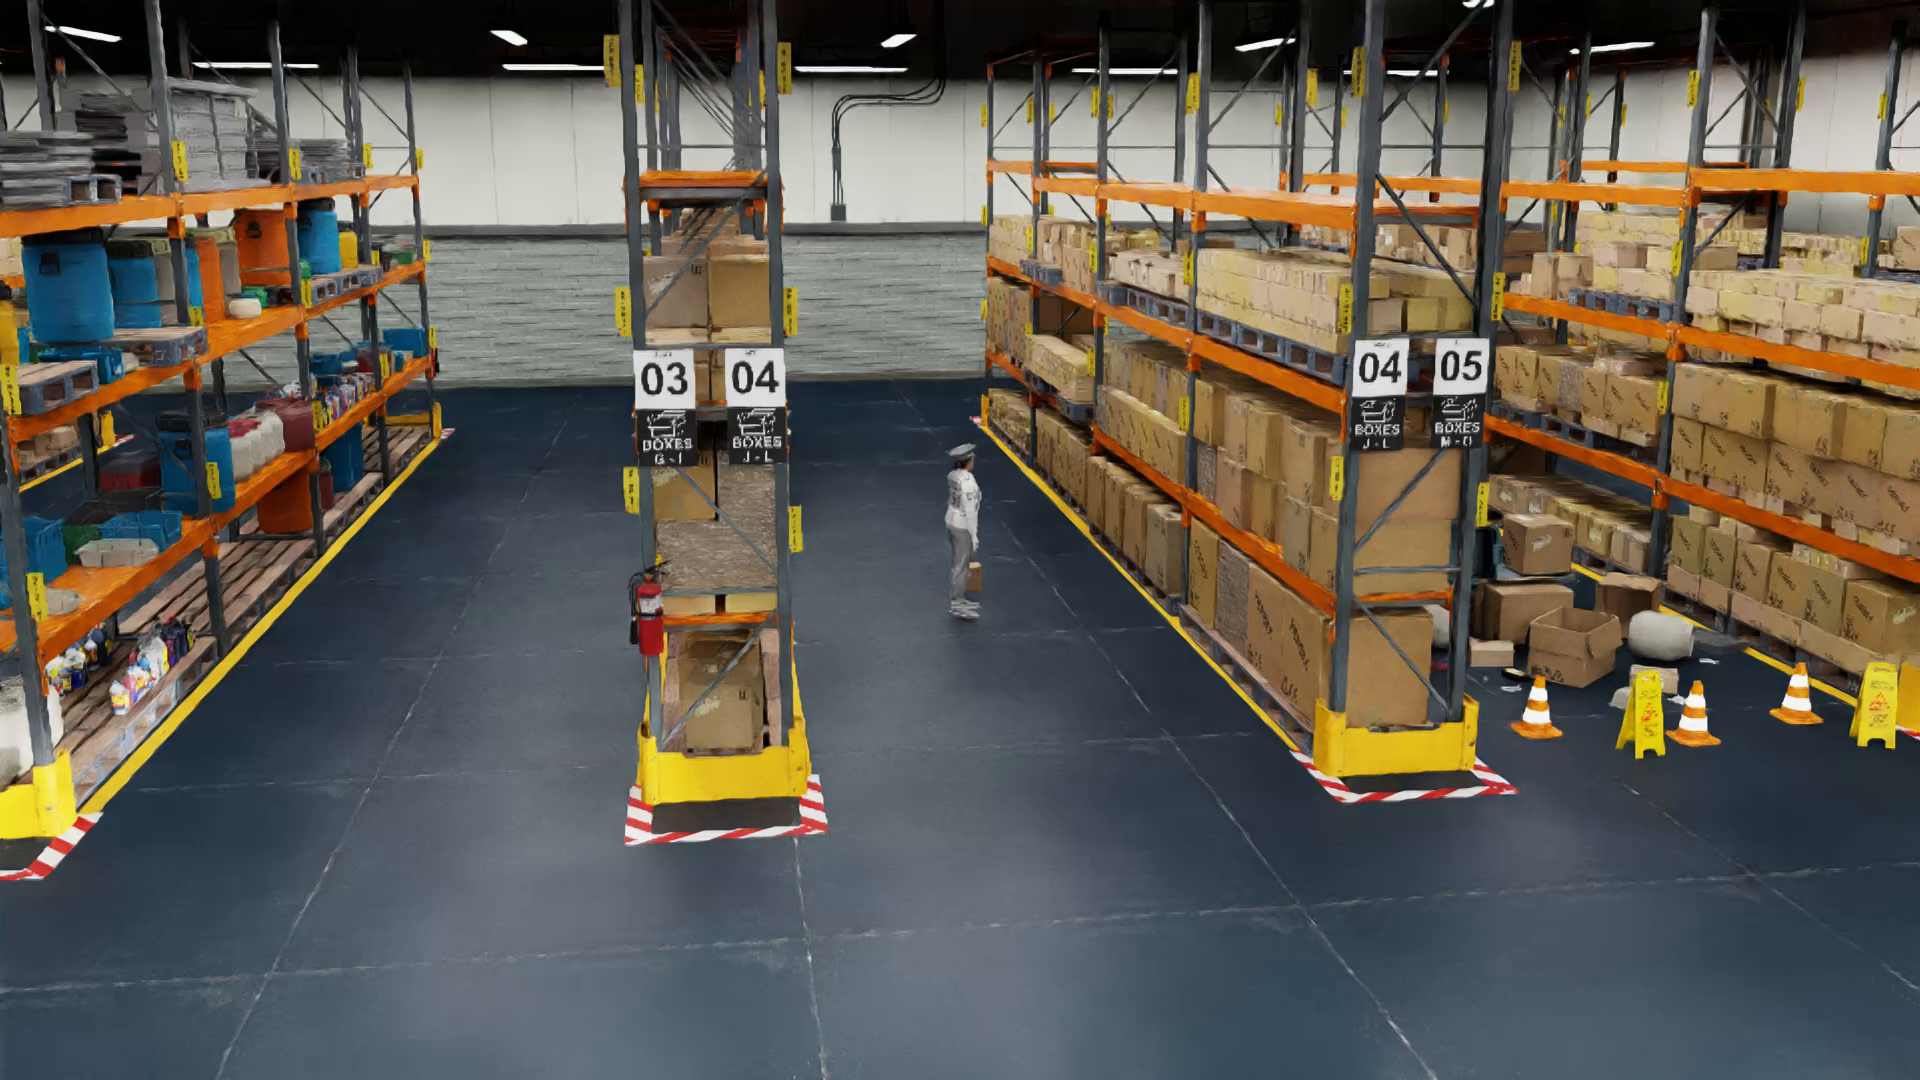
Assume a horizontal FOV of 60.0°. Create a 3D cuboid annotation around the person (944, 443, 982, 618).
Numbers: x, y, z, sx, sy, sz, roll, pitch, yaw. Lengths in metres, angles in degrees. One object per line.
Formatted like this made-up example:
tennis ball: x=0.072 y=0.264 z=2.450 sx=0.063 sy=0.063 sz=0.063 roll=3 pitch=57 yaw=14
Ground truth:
person: x=0.048 y=-0.105 z=16.287 sx=0.372 sy=1.694 sz=0.528 roll=-5 pitch=14 yaw=-19
